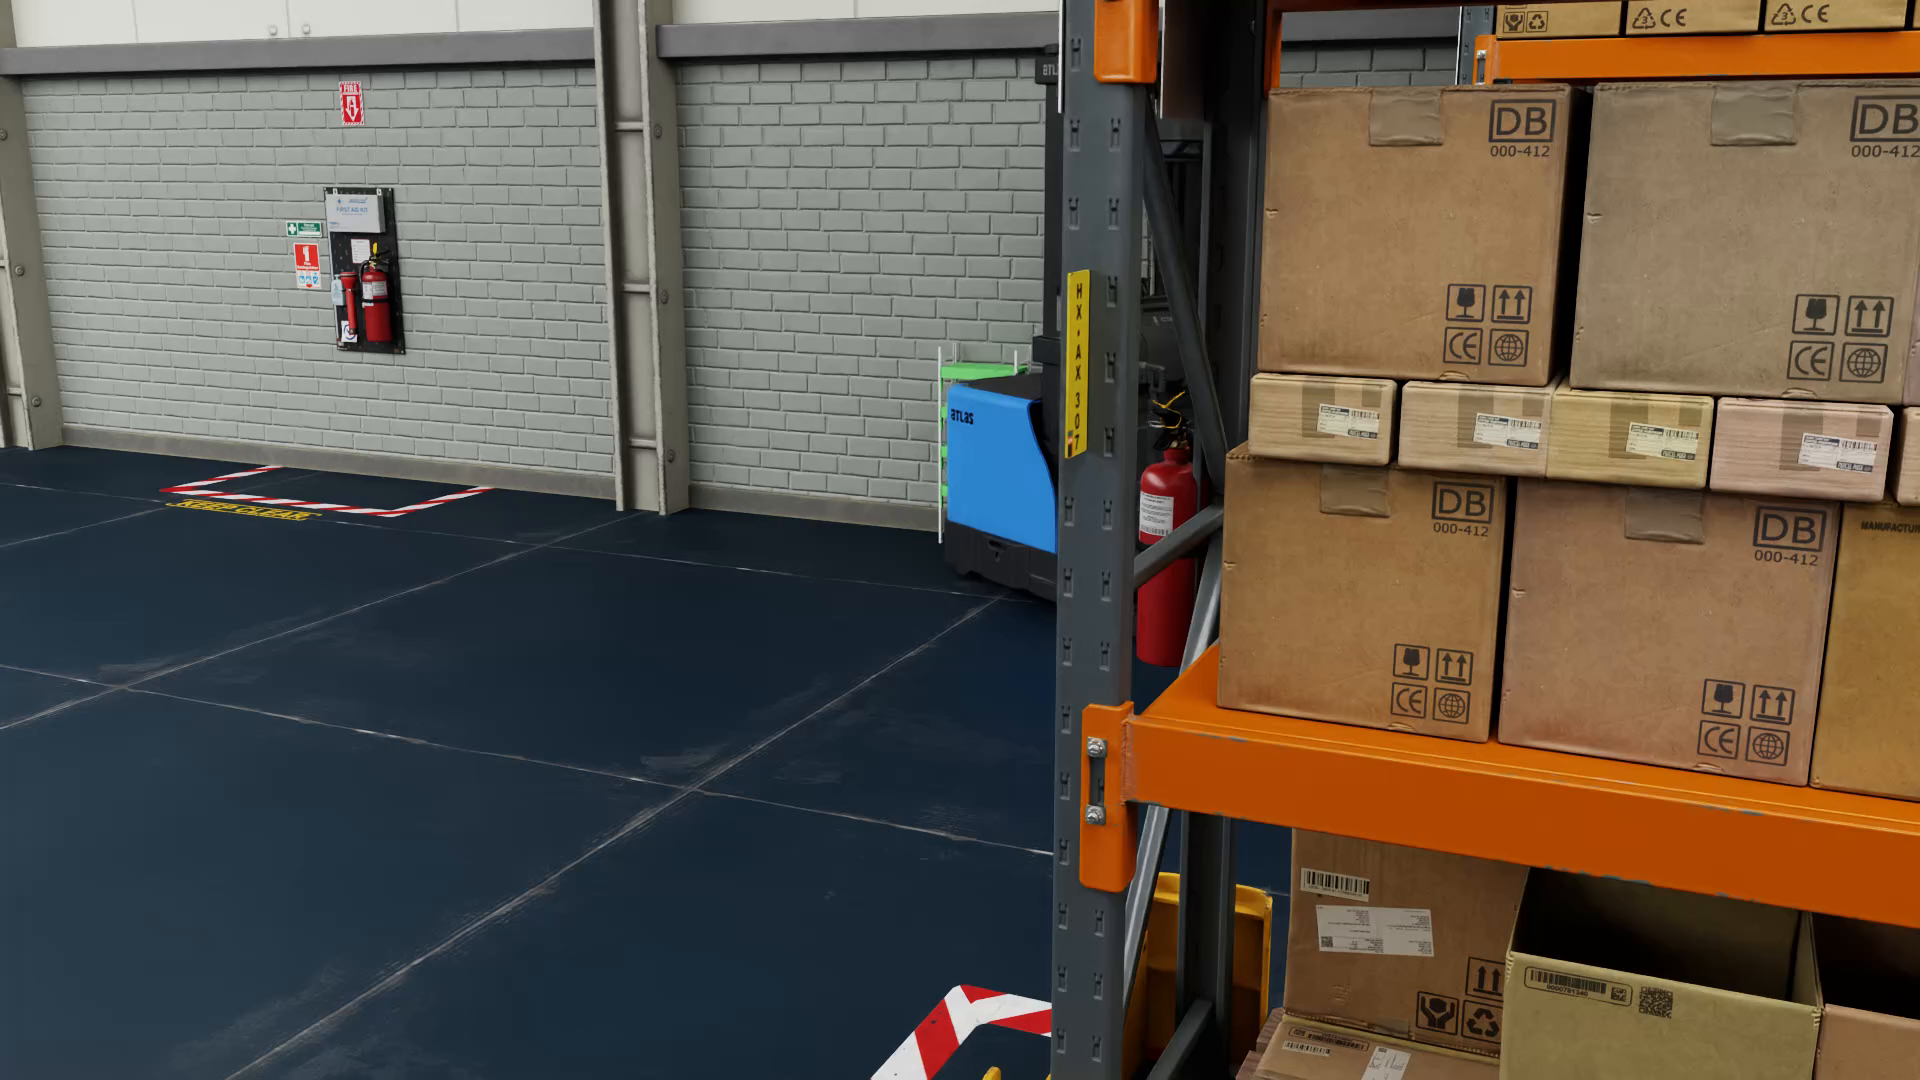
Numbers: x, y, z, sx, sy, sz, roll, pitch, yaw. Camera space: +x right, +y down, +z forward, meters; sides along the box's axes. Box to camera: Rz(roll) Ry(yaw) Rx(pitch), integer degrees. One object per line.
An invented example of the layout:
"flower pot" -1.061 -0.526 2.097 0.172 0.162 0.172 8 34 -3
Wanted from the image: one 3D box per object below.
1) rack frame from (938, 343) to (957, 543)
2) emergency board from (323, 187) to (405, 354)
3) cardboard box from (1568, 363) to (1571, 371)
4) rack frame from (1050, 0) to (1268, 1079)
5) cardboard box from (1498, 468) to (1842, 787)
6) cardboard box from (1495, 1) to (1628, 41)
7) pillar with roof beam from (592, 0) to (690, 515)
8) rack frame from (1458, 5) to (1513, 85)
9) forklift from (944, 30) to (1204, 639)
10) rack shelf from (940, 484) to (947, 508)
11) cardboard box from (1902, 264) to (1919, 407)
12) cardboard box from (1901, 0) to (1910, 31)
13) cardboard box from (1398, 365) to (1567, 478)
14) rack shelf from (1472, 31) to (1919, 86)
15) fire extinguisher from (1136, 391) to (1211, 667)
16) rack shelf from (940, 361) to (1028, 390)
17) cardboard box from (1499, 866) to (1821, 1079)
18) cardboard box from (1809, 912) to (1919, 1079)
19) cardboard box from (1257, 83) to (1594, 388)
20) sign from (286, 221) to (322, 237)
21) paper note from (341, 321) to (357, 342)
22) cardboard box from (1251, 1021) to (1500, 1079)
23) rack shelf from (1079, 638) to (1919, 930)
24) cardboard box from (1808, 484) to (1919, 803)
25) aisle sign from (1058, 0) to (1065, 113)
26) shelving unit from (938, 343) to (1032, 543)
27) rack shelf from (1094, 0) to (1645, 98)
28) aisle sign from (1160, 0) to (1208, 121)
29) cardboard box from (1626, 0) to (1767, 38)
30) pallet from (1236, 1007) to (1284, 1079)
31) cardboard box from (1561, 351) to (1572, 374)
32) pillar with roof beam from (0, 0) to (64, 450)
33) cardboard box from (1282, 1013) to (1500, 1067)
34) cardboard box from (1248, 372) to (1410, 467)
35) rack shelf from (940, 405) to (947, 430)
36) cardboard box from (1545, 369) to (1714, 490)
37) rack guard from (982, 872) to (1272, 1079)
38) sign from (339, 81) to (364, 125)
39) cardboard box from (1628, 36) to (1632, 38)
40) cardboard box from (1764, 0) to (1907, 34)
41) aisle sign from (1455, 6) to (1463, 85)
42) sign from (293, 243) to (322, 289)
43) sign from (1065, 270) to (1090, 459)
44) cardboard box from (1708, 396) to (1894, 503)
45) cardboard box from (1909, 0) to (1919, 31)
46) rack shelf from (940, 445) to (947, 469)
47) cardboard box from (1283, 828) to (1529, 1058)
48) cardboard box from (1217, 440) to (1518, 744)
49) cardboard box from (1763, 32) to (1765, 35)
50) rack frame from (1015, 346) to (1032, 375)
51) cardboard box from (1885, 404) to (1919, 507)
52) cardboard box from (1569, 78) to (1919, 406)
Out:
"rack frame" -0.075 -0.589 10.139 0.015 1.200 0.240 6 14 23
"emergency board" -4.298 -1.910 11.829 0.643 1.169 0.194 6 14 23
"cardboard box" 1.339 -0.289 3.280 0.250 0.149 0.380 6 14 22
"rack frame" 0.439 0.033 3.550 0.127 3.000 1.000 6 14 23
"cardboard box" 1.342 0.077 3.140 0.500 0.500 0.700 6 15 25
"cardboard box" 2.646 -2.438 7.250 0.500 0.500 0.500 6 15 25
"pillar with roof beam" -3.798 -3.695 6.303 0.400 9.000 9.100 6 14 23
"rack frame" 2.442 -1.002 7.960 0.127 3.000 1.000 6 14 23
"forklift" 1.169 -1.036 8.252 1.130 2.935 3.031 -9 16 -34
"rack shelf" 0.149 -0.271 10.114 0.480 0.148 0.258 6 14 23
"cardboard box" 1.853 -0.503 2.773 0.500 0.500 0.700 6 14 23
"cardboard box" 3.852 -2.445 7.279 0.500 0.500 0.500 5 14 21
"cardboard box" 0.953 -0.227 3.016 0.250 0.149 0.380 5 14 22
"rack shelf" 4.270 -1.927 6.911 4.000 0.370 1.077 6 14 23
"fire extinguisher" 0.519 -0.038 4.019 0.183 0.674 0.296 6 14 23
"rack shelf" 0.149 -0.972 9.950 0.480 0.148 0.258 6 14 23
"cardboard box" 1.297 0.944 3.125 0.500 0.500 0.500 6 14 23
"cardboard box" 1.759 0.987 2.939 0.500 0.500 0.500 6 14 23
"cardboard box" 0.909 -0.597 3.174 0.500 0.500 0.700 6 14 23
"sign" -4.761 -2.256 12.064 0.331 0.109 0.001 6 14 23
"paper note" -4.432 -1.512 12.061 0.142 0.148 0.016 6 14 23
"cardboard box" 0.839 1.263 3.406 0.500 0.250 0.500 6 14 23
"rack shelf" 2.267 0.568 2.843 4.000 0.370 1.077 6 14 23
"cardboard box" 1.794 0.125 2.939 0.500 0.500 0.700 6 14 24
"aisle sign" 0.254 -1.175 3.006 0.004 0.787 0.394 6 14 23
"shelving unit" 0.149 -0.567 10.045 0.503 1.200 0.258 6 14 23
"rack shelf" 2.267 -0.892 2.500 4.000 0.370 1.077 6 14 23
"aisle sign" 0.497 -1.300 3.540 0.004 0.787 0.394 6 14 23
"cardboard box" 3.123 -2.381 7.006 0.500 0.500 0.500 7 15 27
"pallet" 1.155 1.452 3.604 1.213 0.211 1.003 6 14 23
"cardboard box" 1.105 -0.312 3.381 0.250 0.149 0.380 6 15 25
"pillar with roof beam" -9.283 -4.250 8.669 0.400 9.000 9.100 6 14 23
"cardboard box" 1.049 1.155 3.867 0.500 0.250 0.500 6 14 23
"cardboard box" 0.710 -0.251 3.118 0.250 0.149 0.380 6 14 23
"rack shelf" 0.149 -0.738 10.005 0.480 0.148 0.258 6 14 23
"cardboard box" 1.180 -0.203 2.916 0.250 0.149 0.380 6 14 23
"rack guard" 0.417 1.247 3.845 0.348 0.500 1.175 6 14 23
"sign" -4.265 -3.060 11.656 0.199 0.298 0.001 6 14 23
"cardboard box" 2.926 -2.535 7.665 0.500 0.500 0.500 7 15 27
"cardboard box" 3.599 -2.334 6.805 0.500 0.500 0.500 7 15 26
"aisle sign" 2.254 -2.212 7.425 0.004 0.787 0.394 6 14 23
"sign" -4.762 -2.000 12.135 0.234 0.329 0.001 6 14 23
"sign" 0.208 -0.312 2.950 0.005 0.325 0.100 6 14 23
"cardboard box" 1.410 -0.180 2.815 0.250 0.149 0.380 6 14 22
"cardboard box" 4.097 -2.288 6.613 0.500 0.500 0.500 7 15 27
"rack shelf" 0.149 -0.505 10.060 0.480 0.148 0.258 6 14 23
"cardboard box" 1.049 0.789 3.783 0.500 0.500 0.500 6 14 23
"cardboard box" 0.860 0.030 3.343 0.500 0.500 0.700 6 14 23
"cardboard box" 3.384 -2.495 7.491 0.500 0.500 0.500 6 14 23
"rack frame" 0.373 -0.545 9.951 0.015 1.200 0.240 6 14 23
"cardboard box" 1.655 -0.155 2.712 0.250 0.149 0.380 5 14 21
"cardboard box" 1.392 -0.549 2.971 0.500 0.500 0.700 5 14 22
